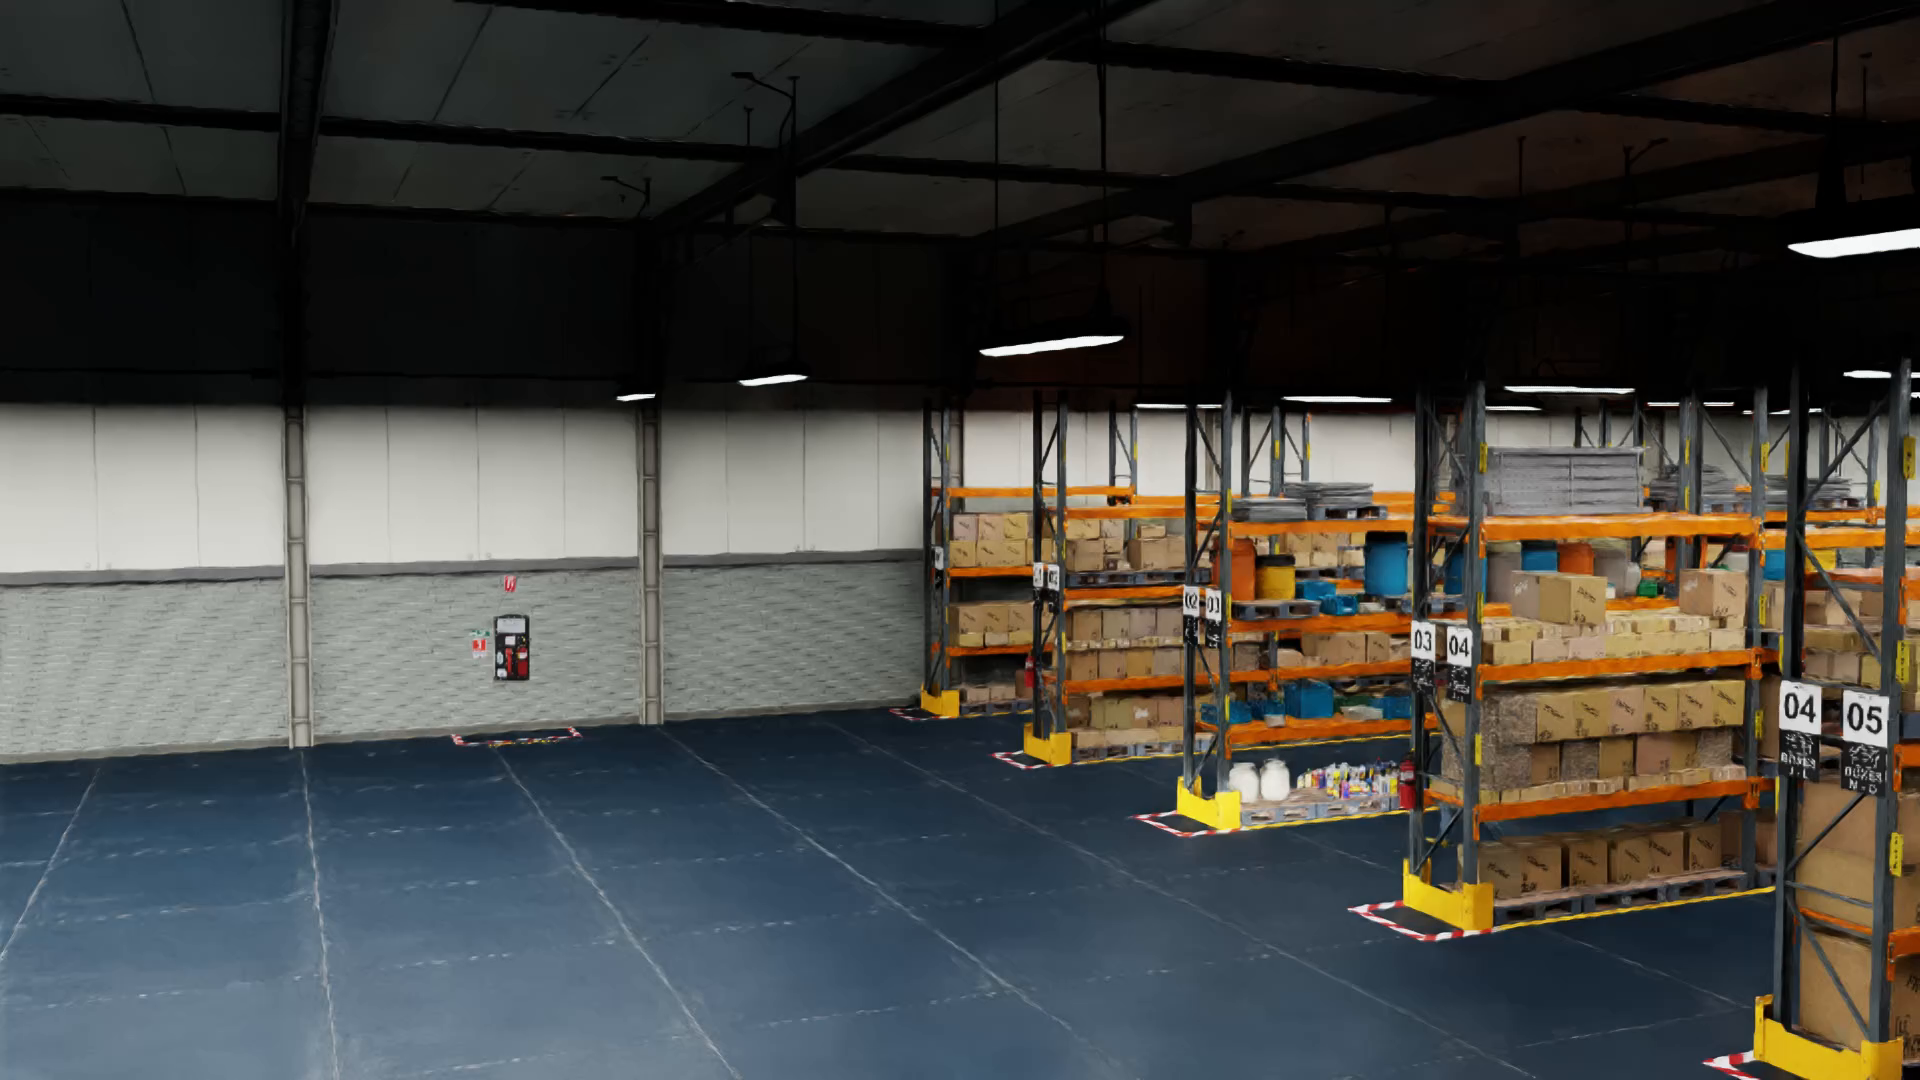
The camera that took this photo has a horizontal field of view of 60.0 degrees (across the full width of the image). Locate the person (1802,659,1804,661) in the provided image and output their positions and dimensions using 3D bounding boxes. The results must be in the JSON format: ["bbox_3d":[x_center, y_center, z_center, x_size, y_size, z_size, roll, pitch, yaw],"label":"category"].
[{"bbox_3d":[17.362,2.356,34.314,0.599,1.590,0.457,1,4,20],"label":"person"}]

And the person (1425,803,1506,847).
[{"bbox_3d":[6.456,3.072,21.117,0.971,1.713,0.614,0,3,-2],"label":"person"}]
